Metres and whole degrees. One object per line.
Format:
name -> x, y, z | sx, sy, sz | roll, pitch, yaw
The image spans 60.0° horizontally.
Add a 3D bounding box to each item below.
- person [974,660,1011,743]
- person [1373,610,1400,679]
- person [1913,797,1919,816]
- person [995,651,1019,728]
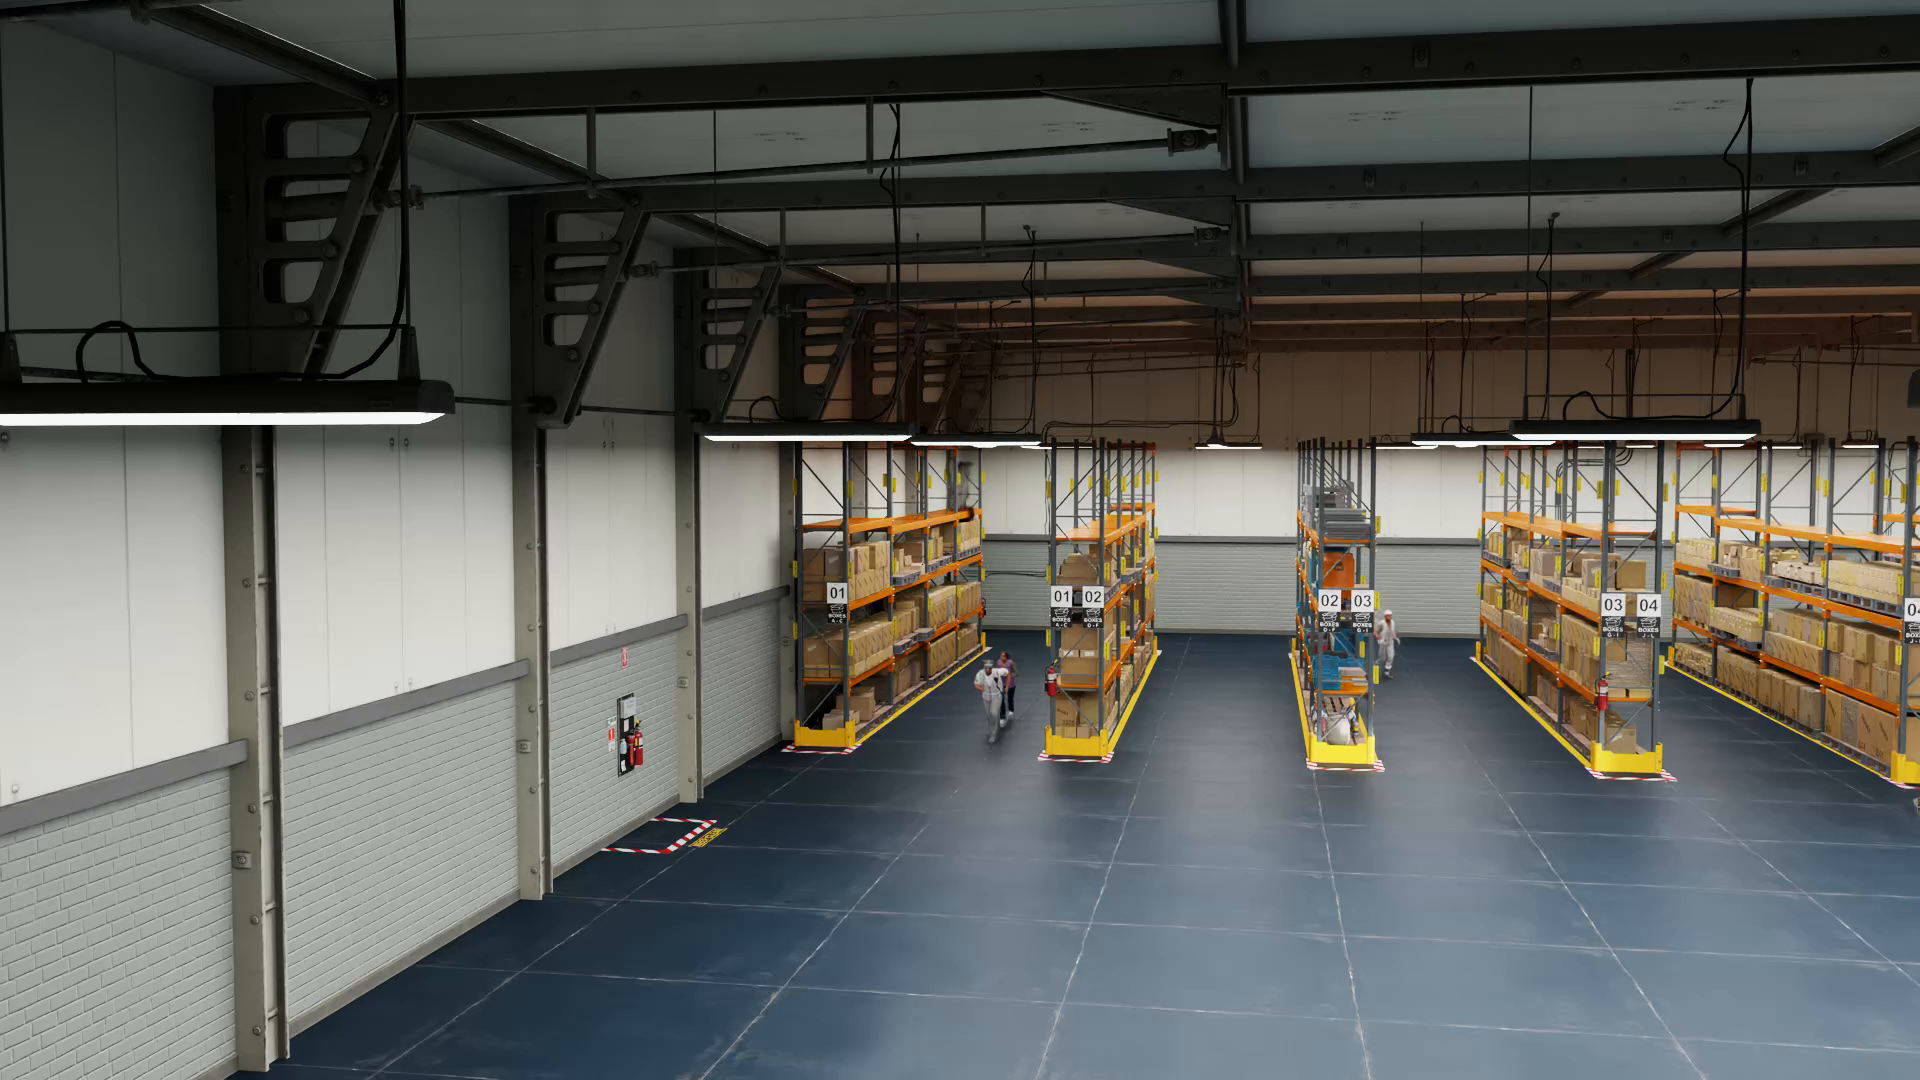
person -> 0.656, 3.188, 33.033 | 0.704, 1.710, 1.021 | 1, 3, 12
person -> 10.754, 2.630, 42.196 | 0.661, 1.733, 0.753 | -1, 3, -14
person -> 14.903, 3.567, 24.962 | 0.722, 1.739, 0.912 | -3, 4, -43
person -> 0.993, 3.090, 34.953 | 0.540, 1.594, 0.960 | 1, 3, 12
